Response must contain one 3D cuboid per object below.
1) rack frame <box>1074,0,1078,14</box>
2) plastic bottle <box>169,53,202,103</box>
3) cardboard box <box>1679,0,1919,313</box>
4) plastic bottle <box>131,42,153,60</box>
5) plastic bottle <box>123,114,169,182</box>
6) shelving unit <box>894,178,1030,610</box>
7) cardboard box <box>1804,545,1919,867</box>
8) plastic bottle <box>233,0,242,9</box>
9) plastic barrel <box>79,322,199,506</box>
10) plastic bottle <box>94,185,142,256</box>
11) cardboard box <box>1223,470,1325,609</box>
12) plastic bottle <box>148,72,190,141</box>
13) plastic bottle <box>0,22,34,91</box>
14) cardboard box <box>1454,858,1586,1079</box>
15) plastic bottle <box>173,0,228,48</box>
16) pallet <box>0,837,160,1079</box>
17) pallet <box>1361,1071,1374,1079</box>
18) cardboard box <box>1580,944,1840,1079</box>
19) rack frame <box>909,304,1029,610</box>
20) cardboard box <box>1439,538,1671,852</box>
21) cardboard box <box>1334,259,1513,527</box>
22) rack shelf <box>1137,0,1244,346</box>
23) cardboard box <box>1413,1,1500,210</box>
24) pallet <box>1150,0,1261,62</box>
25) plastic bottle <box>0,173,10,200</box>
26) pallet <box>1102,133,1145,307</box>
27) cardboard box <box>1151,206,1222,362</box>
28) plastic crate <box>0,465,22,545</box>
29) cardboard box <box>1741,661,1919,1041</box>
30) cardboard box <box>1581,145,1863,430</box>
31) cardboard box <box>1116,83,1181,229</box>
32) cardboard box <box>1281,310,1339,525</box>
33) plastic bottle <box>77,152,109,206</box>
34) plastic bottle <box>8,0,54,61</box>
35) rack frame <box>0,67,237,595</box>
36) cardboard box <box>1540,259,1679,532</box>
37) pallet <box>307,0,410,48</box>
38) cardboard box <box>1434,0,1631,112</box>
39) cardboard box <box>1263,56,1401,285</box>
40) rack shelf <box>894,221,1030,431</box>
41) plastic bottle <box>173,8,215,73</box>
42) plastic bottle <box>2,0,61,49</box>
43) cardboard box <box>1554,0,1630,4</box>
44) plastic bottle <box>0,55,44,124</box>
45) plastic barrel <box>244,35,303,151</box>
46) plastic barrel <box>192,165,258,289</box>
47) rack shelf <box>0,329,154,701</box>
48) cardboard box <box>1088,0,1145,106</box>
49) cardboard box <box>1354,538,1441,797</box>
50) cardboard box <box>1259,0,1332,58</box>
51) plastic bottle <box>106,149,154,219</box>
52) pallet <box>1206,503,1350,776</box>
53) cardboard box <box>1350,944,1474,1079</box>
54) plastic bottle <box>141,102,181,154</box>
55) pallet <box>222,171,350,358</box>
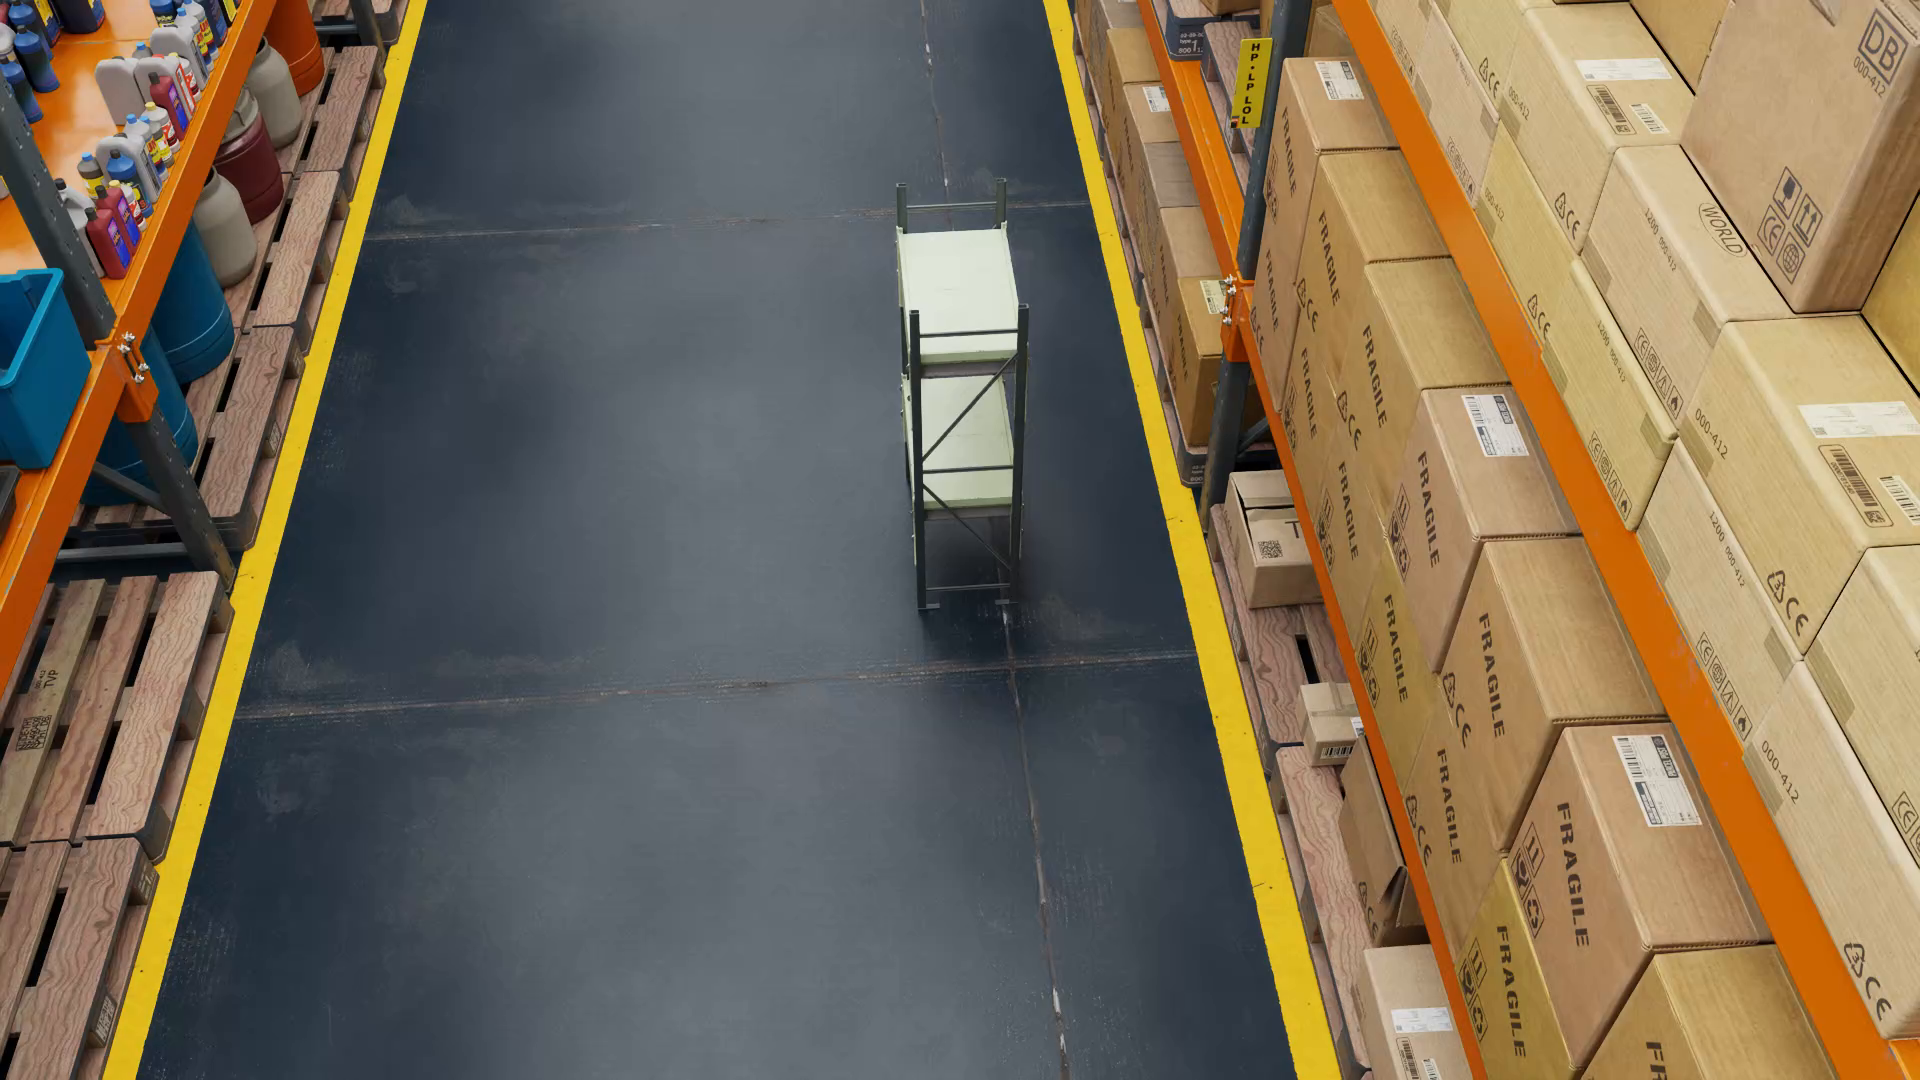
[{"bbox_3d":[1.168,-4.021,8.629,1.000,3.000,0.127,-3,47,-3],"label":"rack frame"},{"bbox_3d":[-3.152,-1.874,6.732,0.097,0.201,0.097,0,47,0],"label":"plastic bottle"},{"bbox_3d":[1.673,-0.736,2.694,0.700,0.500,0.500,-3,47,-3],"label":"cardboard box"},{"bbox_3d":[-3.312,-1.935,6.790,0.097,0.201,0.097,0,47,0],"label":"plastic bottle"},{"bbox_3d":[-3.105,-1.493,6.323,0.097,0.271,0.097,0,47,0],"label":"plastic bottle"},{"bbox_3d":[-0.001,-0.521,6.347,0.431,1.500,0.755,-3,47,-3],"label":"shelving unit"},{"bbox_3d":[1.541,0.259,2.268,0.500,0.250,0.500,-3,47,-3],"label":"cardboard box"},{"bbox_3d":[-3.242,-2.495,7.217,0.144,0.351,0.185,-3,47,-3],"label":"plastic bottle"},{"bbox_3d":[-3.462,-0.646,6.589,0.600,0.901,0.708,-3,47,-3],"label":"plastic barrel"},{"bbox_3d":[-3.050,-1.176,6.015,0.061,0.283,0.133,-3,47,-3],"label":"plastic bottle"},{"bbox_3d":[1.323,-0.037,6.404,0.500,0.311,0.500,-3,47,-3],"label":"cardboard box"},{"bbox_3d":[-3.113,-1.722,6.532,0.061,0.283,0.133,-3,47,-3],"label":"plastic bottle"},{"bbox_3d":[-3.892,-1.946,6.749,0.152,0.276,0.135,-3,47,-3],"label":"plastic bottle"},{"bbox_3d":[1.482,1.050,3.757,0.500,0.500,0.500,-3,47,-3],"label":"cardboard box"},{"bbox_3d":[-3.215,-2.264,6.999,0.144,0.351,0.185,-3,47,-3],"label":"plastic bottle"},{"bbox_3d":[-3.228,1.544,5.278,1.003,0.211,1.213,-3,47,-3],"label":"pallet"},{"bbox_3d":[1.764,2.094,4.758,1.003,0.211,1.213,-3,47,-3],"label":"pallet"},{"bbox_3d":[1.527,1.083,3.037,0.500,0.500,0.500,-4,47,-4],"label":"cardboard box"},{"bbox_3d":[0.030,-0.256,6.096,0.400,1.500,0.023,-3,47,-3],"label":"rack frame"},{"bbox_3d":[1.435,0.343,3.738,0.500,0.500,0.500,-2,47,-2],"label":"cardboard box"},{"bbox_3d":[1.348,-0.402,4.444,0.500,0.500,0.500,-5,47,-4],"label":"cardboard box"},{"bbox_3d":[1.336,-2.327,7.520,1.077,0.370,4.000,-3,47,-3],"label":"rack shelf"},{"bbox_3d":[1.375,-1.016,3.820,0.500,0.250,0.500,-3,47,-3],"label":"cardboard box"},{"bbox_3d":[1.336,-2.548,7.366,1.003,0.211,1.213,-3,47,-3],"label":"pallet"},{"bbox_3d":[-3.693,-1.466,6.243,0.144,0.351,0.185,-3,47,-3],"label":"plastic bottle"},{"bbox_3d":[1.292,-1.639,8.294,1.003,0.211,1.213,-3,47,-3],"label":"pallet"},{"bbox_3d":[1.143,-1.117,7.297,0.500,0.500,0.500,-3,47,-3],"label":"cardboard box"},{"bbox_3d":[-3.072,0.039,4.932,0.437,0.125,0.590,-3,47,-3],"label":"plastic crate"},{"bbox_3d":[1.532,0.431,2.449,0.500,0.250,0.500,-3,47,-3],"label":"cardboard box"},{"bbox_3d":[1.461,-0.465,2.954,0.500,0.250,0.500,-3,47,-3],"label":"cardboard box"},{"bbox_3d":[1.057,-1.847,7.989,0.500,0.500,0.500,-5,47,-5],"label":"cardboard box"},{"bbox_3d":[1.320,-0.406,5.136,0.500,0.500,0.500,-3,47,-3],"label":"cardboard box"},{"bbox_3d":[-3.246,-1.362,6.248,0.097,0.201,0.097,0,47,0],"label":"plastic bottle"},{"bbox_3d":[-3.879,-2.127,6.923,0.097,0.271,0.097,0,47,0],"label":"plastic bottle"},{"bbox_3d":[-3.433,-0.829,5.605,1.000,3.000,0.127,-3,47,-3],"label":"rack frame"},{"bbox_3d":[1.446,-0.292,3.134,0.500,0.250,0.500,-3,47,-3],"label":"cardboard box"},{"bbox_3d":[-3.794,-3.327,9.892,1.003,0.211,1.213,-3,47,-3],"label":"pallet"},{"bbox_3d":[1.370,-1.188,3.639,0.500,0.250,0.500,-3,47,-3],"label":"cardboard box"},{"bbox_3d":[1.262,-1.147,5.150,0.500,0.500,0.500,-2,47,-2],"label":"cardboard box"},{"bbox_3d":[-0.001,-0.789,6.063,0.431,0.370,0.720,-3,47,-3],"label":"rack shelf"},{"bbox_3d":[-3.172,-2.066,6.866,0.097,0.271,0.097,0,47,0],"label":"plastic bottle"},{"bbox_3d":[-3.928,-2.254,6.989,0.144,0.351,0.185,-3,47,-3],"label":"plastic bottle"},{"bbox_3d":[1.530,-1.456,3.376,0.700,0.500,0.500,-3,47,-3],"label":"cardboard box"},{"bbox_3d":[-3.750,-1.798,6.612,0.097,0.271,0.097,0,47,0],"label":"plastic bottle"},{"bbox_3d":[-3.574,-2.256,8.381,0.421,0.512,0.421,0,47,0],"label":"plastic barrel"},{"bbox_3d":[-3.479,-1.439,7.607,0.421,0.512,0.421,0,47,0],"label":"plastic barrel"},{"bbox_3d":[-3.266,0.866,4.496,1.077,0.370,4.000,-3,47,-3],"label":"rack shelf"},{"bbox_3d":[0.971,-2.588,8.690,0.500,0.500,0.500,-5,47,-5],"label":"cardboard box"},{"bbox_3d":[1.404,0.324,4.445,0.500,0.500,0.500,-4,47,-4],"label":"cardboard box"},{"bbox_3d":[1.566,-2.156,6.504,0.700,0.500,0.500,3,47,3],"label":"cardboard box"},{"bbox_3d":[-3.086,-1.325,6.164,0.097,0.271,0.097,0,47,0],"label":"plastic bottle"},{"bbox_3d":[1.560,0.329,6.430,1.003,0.211,1.213,-3,47,-3],"label":"pallet"},{"bbox_3d":[1.497,1.494,4.997,0.500,0.250,0.500,-3,47,-3],"label":"cardboard box"},{"bbox_3d":[-3.122,-1.610,6.482,0.097,0.201,0.097,0,47,0],"label":"plastic bottle"},{"bbox_3d":[-3.562,-1.315,7.987,1.003,0.211,1.213,-3,47,-3],"label":"pallet"}]
